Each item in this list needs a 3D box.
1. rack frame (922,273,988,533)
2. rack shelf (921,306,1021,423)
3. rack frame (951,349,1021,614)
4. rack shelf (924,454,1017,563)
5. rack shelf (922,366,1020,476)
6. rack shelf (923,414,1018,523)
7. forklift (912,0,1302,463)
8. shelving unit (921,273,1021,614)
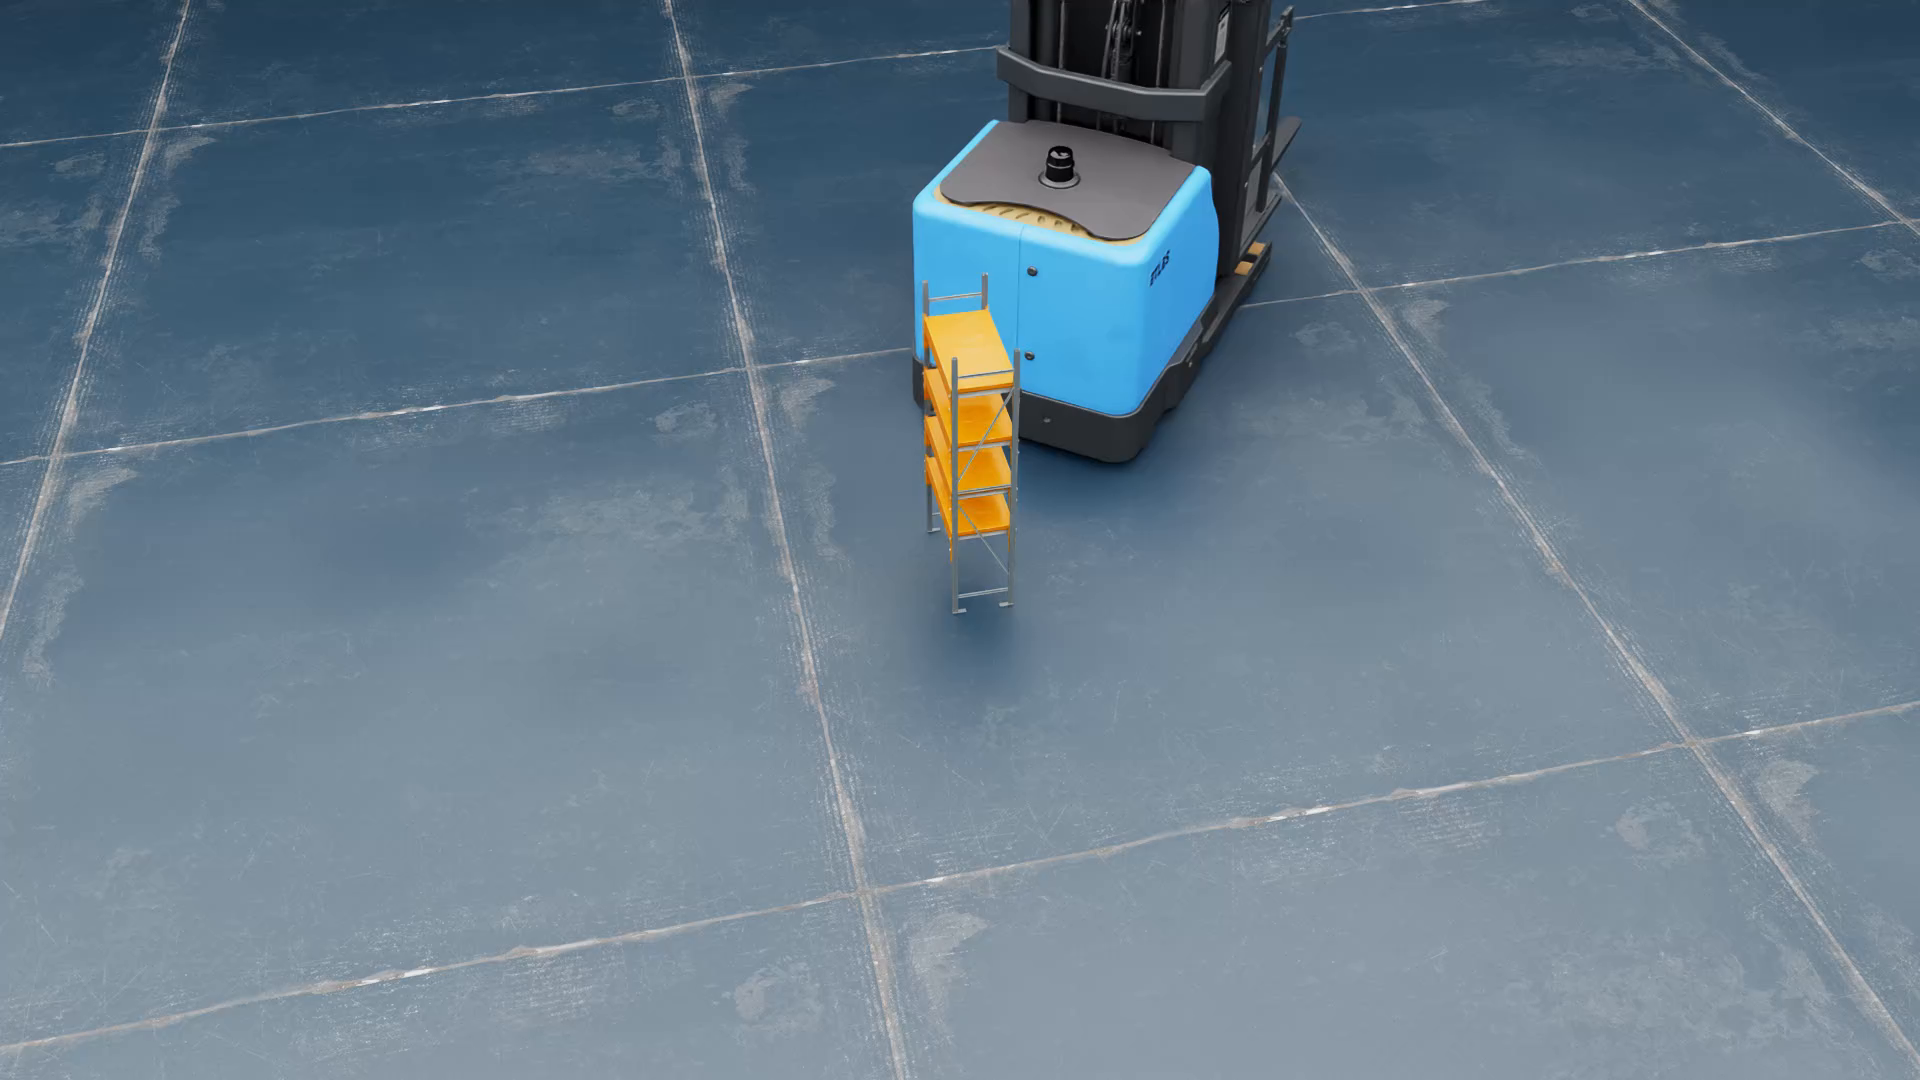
[{"bbox_3d":[-0.017,-0.500,6.409,0.240,1.200,0.015,-8,42,-9],"label":"rack frame"},{"bbox_3d":[0.036,-0.635,5.970,0.258,0.148,0.480,-8,42,-9],"label":"rack shelf"},{"bbox_3d":[0.088,-0.183,6.053,0.240,1.200,0.015,-8,42,-9],"label":"rack frame"},{"bbox_3d":[0.036,-0.143,6.407,0.258,0.148,0.480,-8,42,-9],"label":"rack shelf"},{"bbox_3d":[0.036,-0.458,6.127,0.258,0.148,0.480,-8,42,-9],"label":"rack shelf"},{"bbox_3d":[0.036,-0.291,6.275,0.258,0.148,0.480,-8,42,-9],"label":"rack shelf"},{"bbox_3d":[0.886,-2.401,7.247,1.130,2.935,3.031,18,45,19],"label":"forklift"},{"bbox_3d":[0.036,-0.341,6.231,0.258,1.200,0.503,-8,42,-9],"label":"shelving unit"}]
